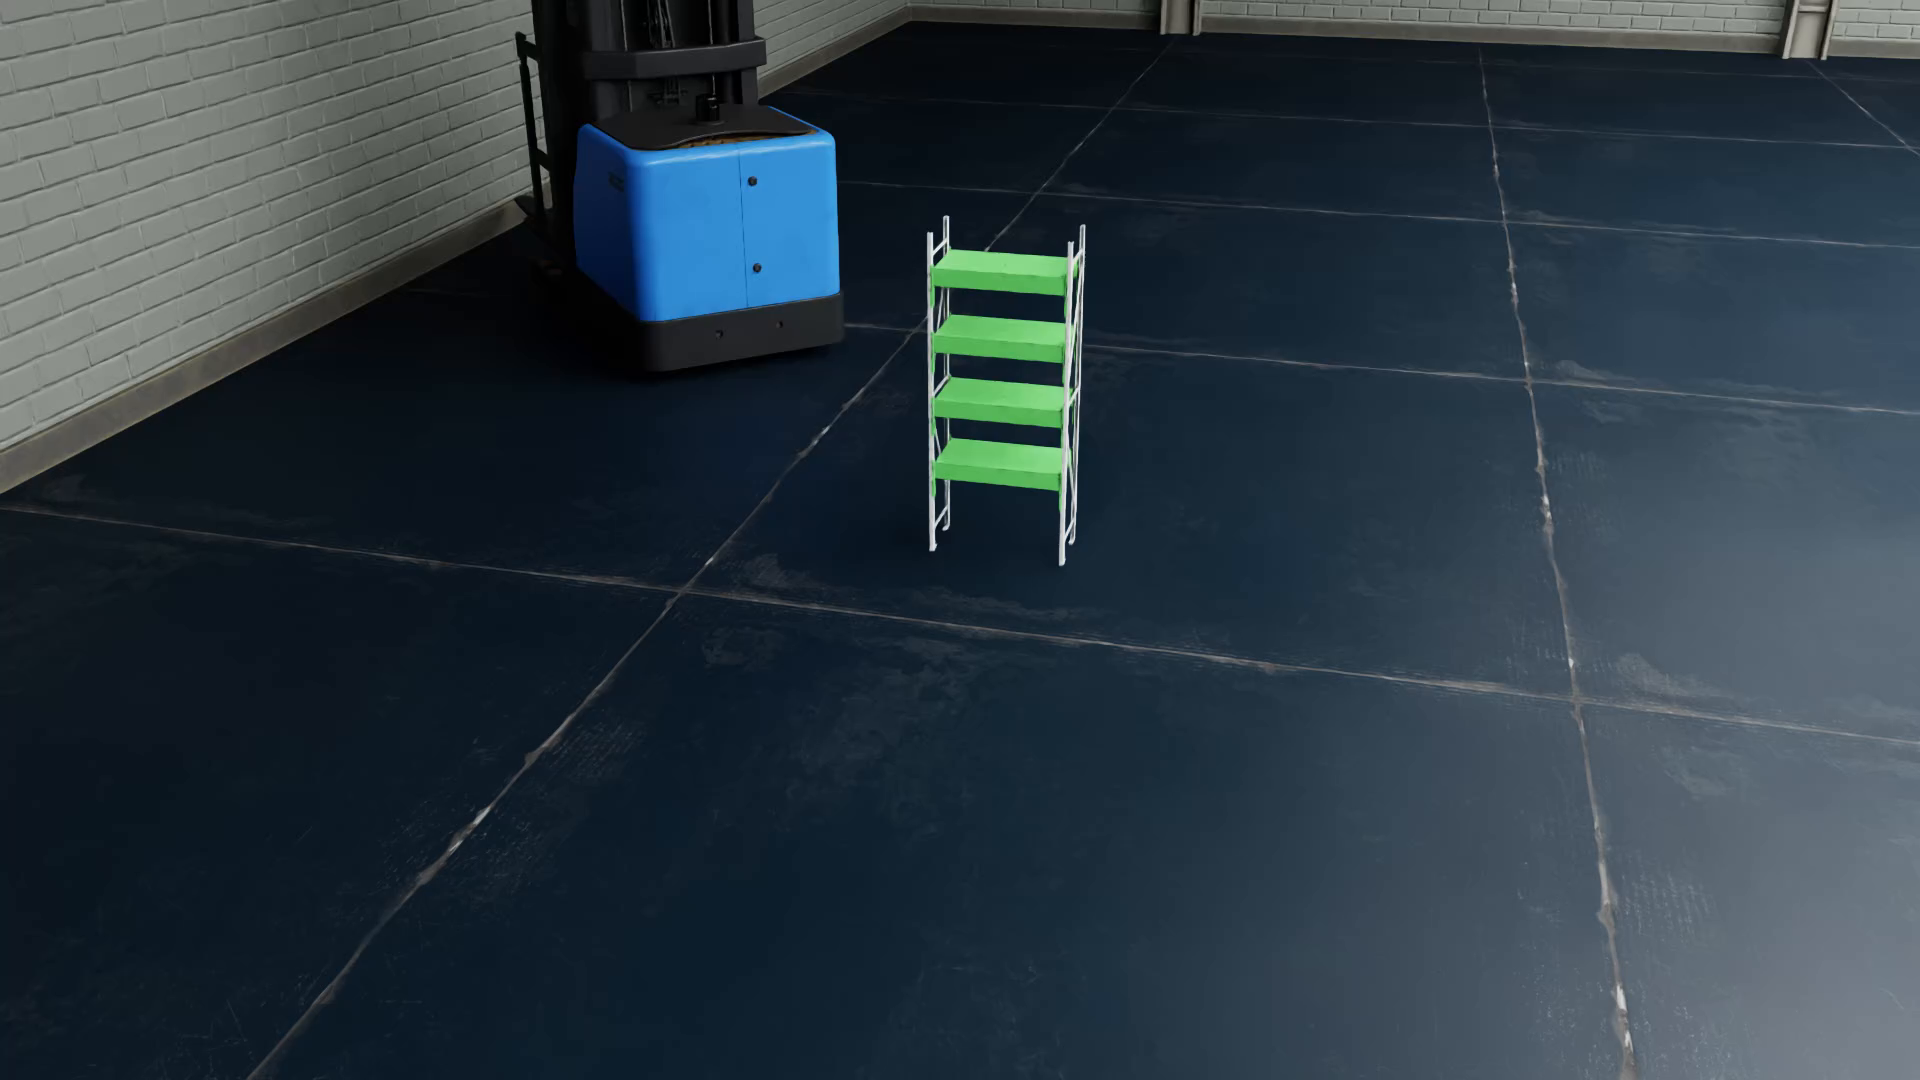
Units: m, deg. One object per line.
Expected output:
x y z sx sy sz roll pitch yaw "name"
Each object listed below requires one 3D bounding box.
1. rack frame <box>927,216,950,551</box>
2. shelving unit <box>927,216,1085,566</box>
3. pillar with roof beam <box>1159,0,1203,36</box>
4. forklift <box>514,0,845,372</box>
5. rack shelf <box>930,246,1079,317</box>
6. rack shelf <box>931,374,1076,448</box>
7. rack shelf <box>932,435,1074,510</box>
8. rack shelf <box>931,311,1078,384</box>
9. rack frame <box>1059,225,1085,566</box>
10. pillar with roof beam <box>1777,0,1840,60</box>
-0.076 -0.550 6.010 0.015 1.200 0.240 6 26 13 "rack frame"
0.160 -0.524 5.955 0.503 1.200 0.258 6 26 13 "shelving unit"
1.233 -7.577 11.697 0.400 9.000 9.100 6 26 13 "pillar with roof beam"
-1.702 -2.702 8.516 1.130 2.935 3.031 -13 28 -25 "forklift"
0.160 -0.900 5.776 0.480 0.148 0.258 6 26 13 "rack shelf"
0.160 -0.466 5.982 0.480 0.148 0.258 6 26 13 "rack shelf"
0.160 -0.250 6.085 0.480 0.148 0.258 6 26 13 "rack shelf"
0.160 -0.683 5.879 0.480 0.148 0.258 6 26 13 "rack shelf"
0.397 -0.498 5.900 0.015 1.200 0.240 6 26 13 "rack frame"
7.044 -6.935 10.348 0.400 9.000 9.100 6 26 13 "pillar with roof beam"
